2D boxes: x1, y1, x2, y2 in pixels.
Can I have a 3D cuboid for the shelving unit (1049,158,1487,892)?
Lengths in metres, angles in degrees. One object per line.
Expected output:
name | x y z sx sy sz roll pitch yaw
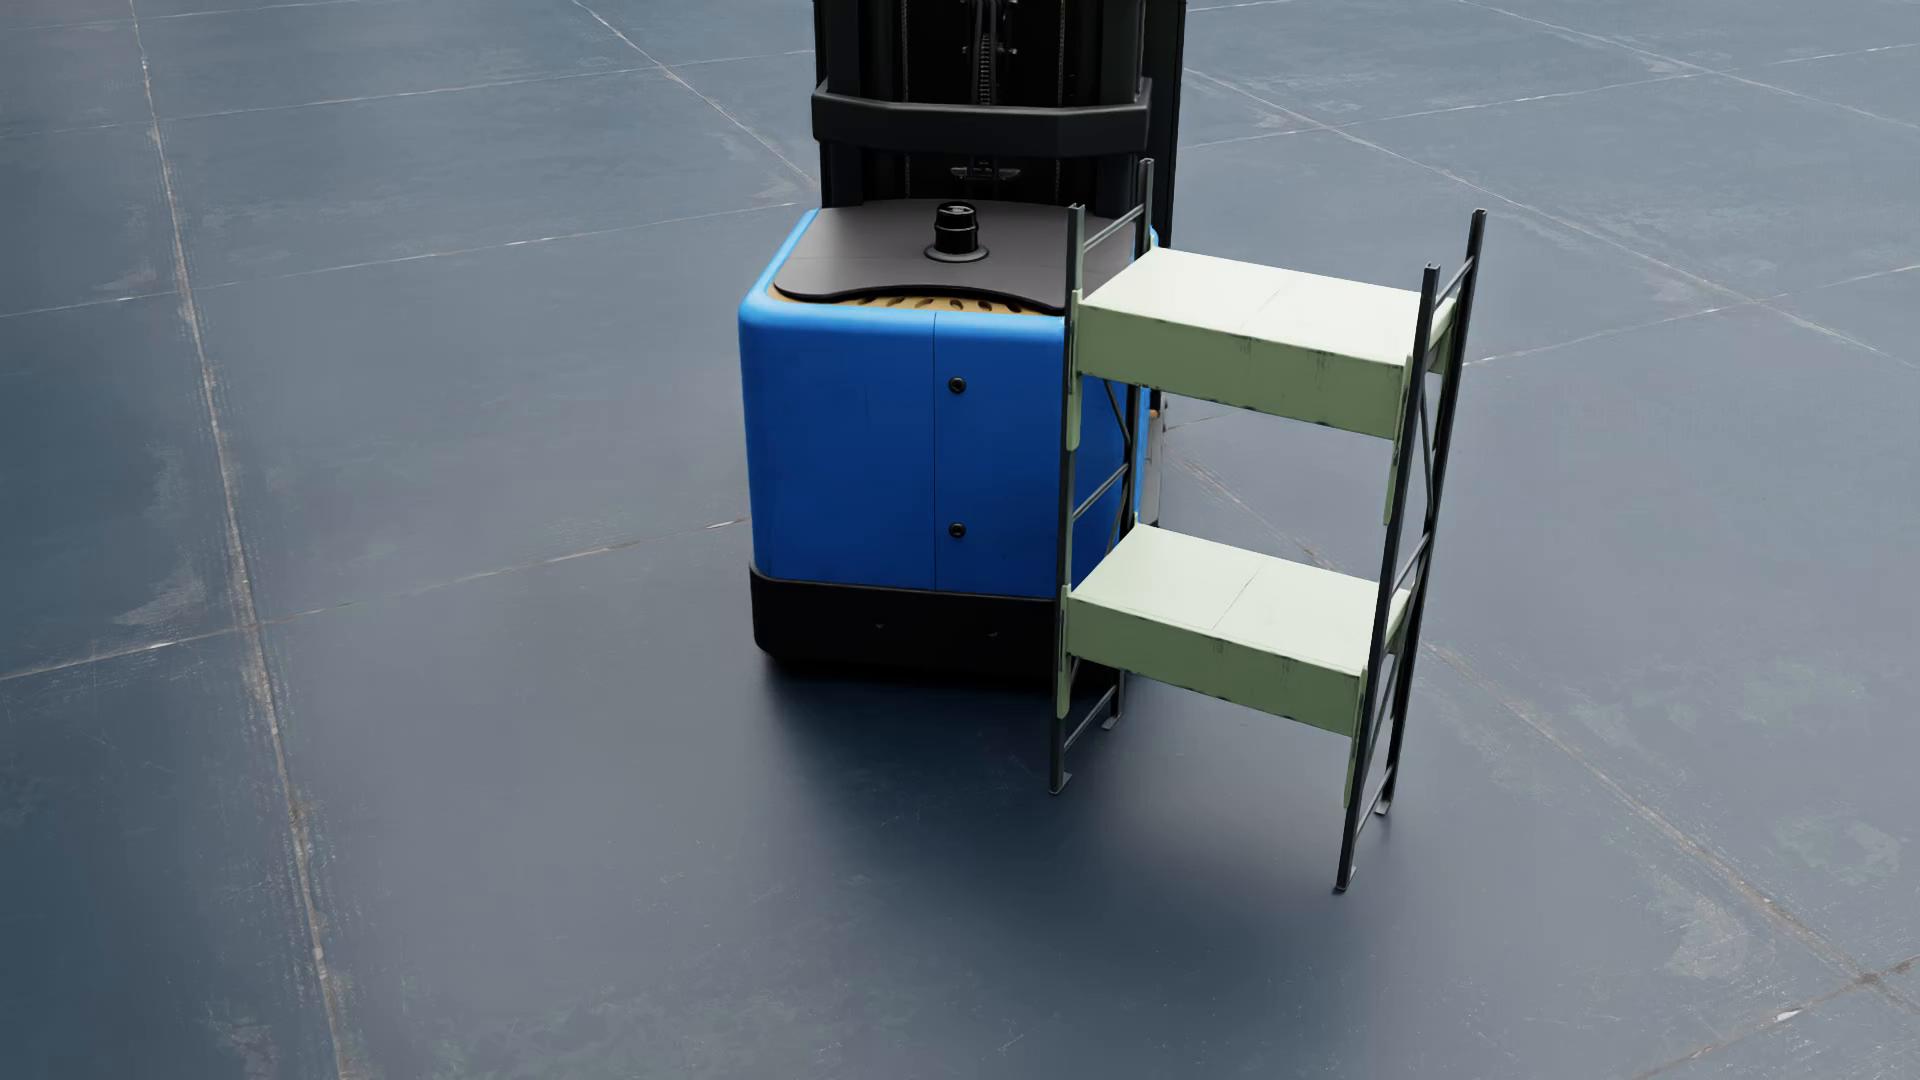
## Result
shelving unit | 0.647 -0.021 3.754 0.755 1.500 0.431 15 33 25

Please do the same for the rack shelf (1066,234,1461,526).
rack shelf | 0.647 -0.362 3.564 0.720 0.370 0.431 15 33 25

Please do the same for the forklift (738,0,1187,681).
forklift | 0.150 -1.601 5.108 1.130 2.935 3.031 4 30 7

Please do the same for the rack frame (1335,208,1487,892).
rack frame | 0.968 0.065 3.601 0.023 1.500 0.400 15 33 25

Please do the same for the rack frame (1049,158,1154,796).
rack frame | 0.326 -0.107 3.908 0.023 1.500 0.400 15 33 25

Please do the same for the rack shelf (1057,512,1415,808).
rack shelf | 0.647 0.263 3.914 0.720 0.370 0.431 15 33 25
